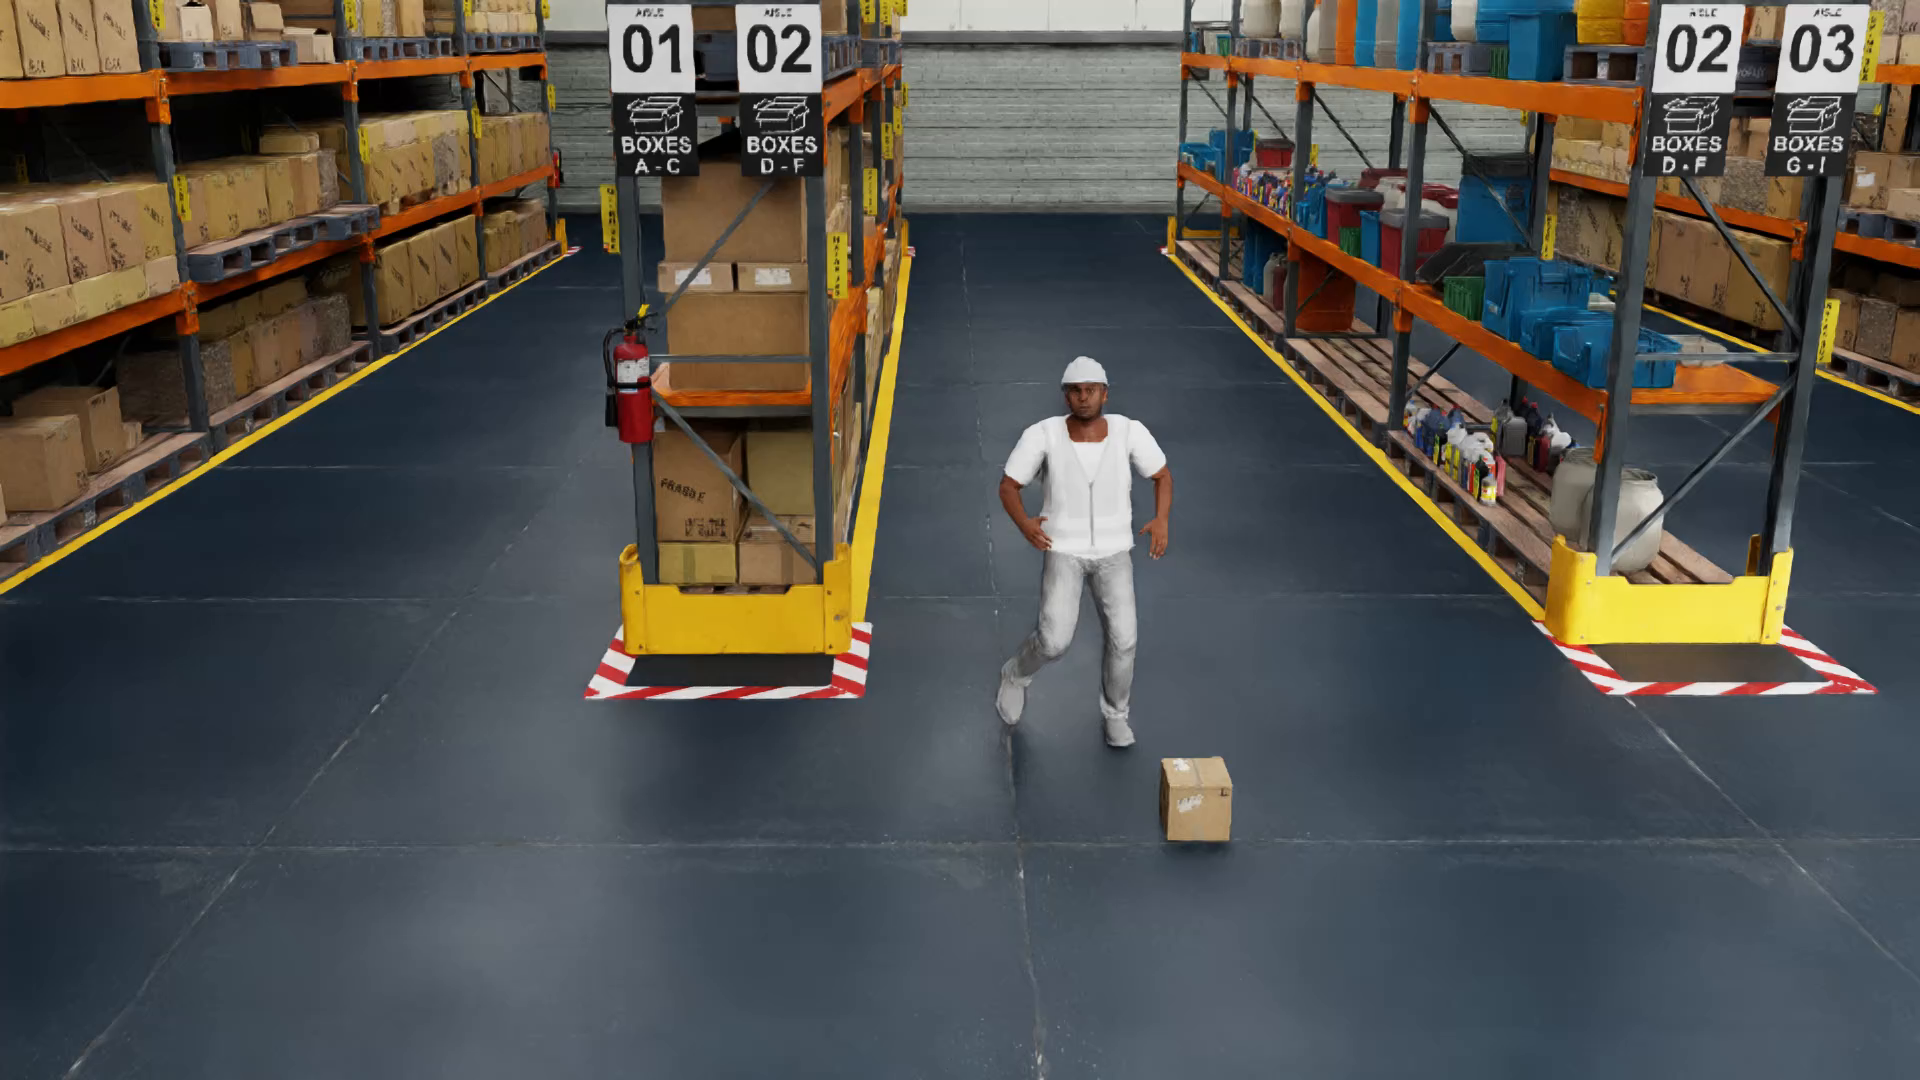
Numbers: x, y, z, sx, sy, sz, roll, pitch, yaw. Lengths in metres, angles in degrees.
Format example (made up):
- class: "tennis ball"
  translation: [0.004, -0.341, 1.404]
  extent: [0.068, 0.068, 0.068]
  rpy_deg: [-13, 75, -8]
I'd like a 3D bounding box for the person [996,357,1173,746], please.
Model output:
- class: "person"
  translation: [0.574, 0.051, 7.395]
  extent: [0.801, 1.733, 0.502]
  rpy_deg: [-3, 17, -9]
